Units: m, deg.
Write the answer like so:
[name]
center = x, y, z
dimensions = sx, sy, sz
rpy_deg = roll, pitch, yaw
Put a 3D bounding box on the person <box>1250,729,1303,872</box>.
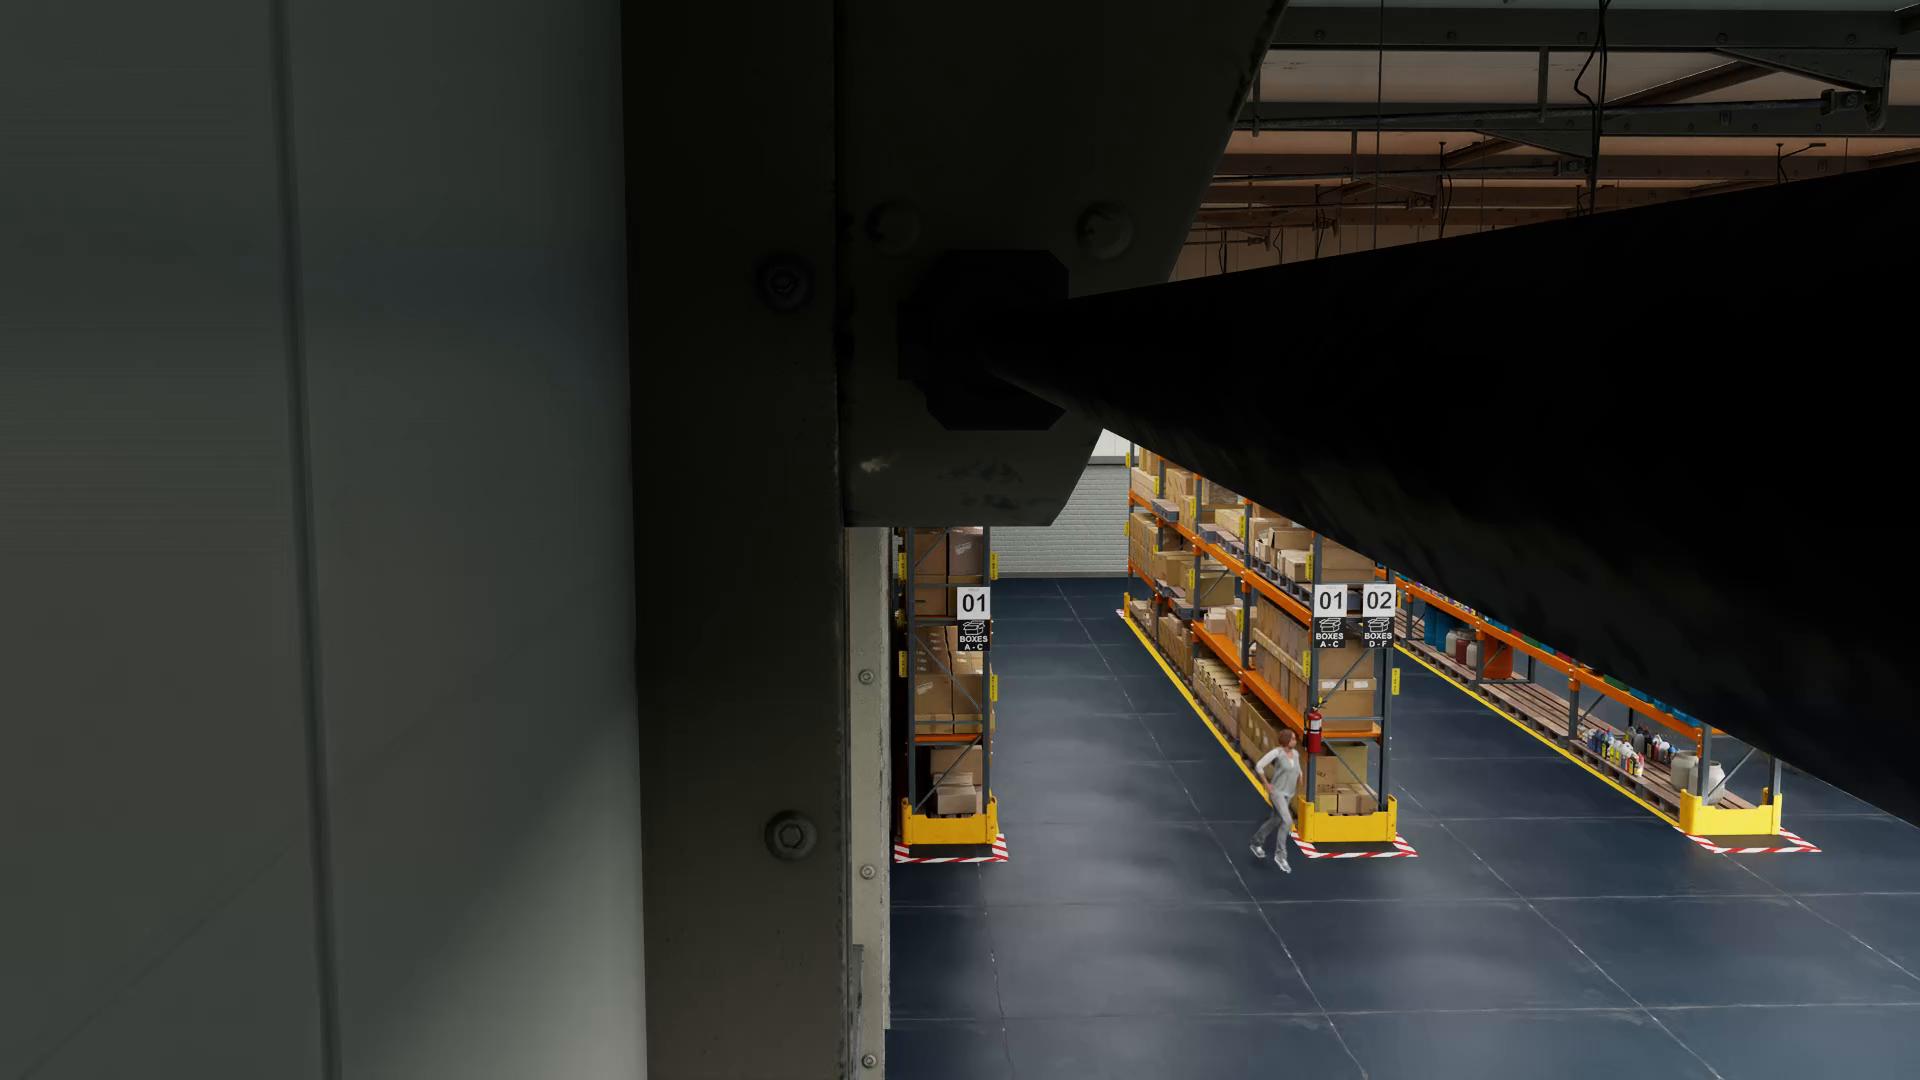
[person]
center = 3.787, 3.037, 19.679
dimensions = 0.527, 1.619, 0.665
rpy_deg = -7, 10, -43
